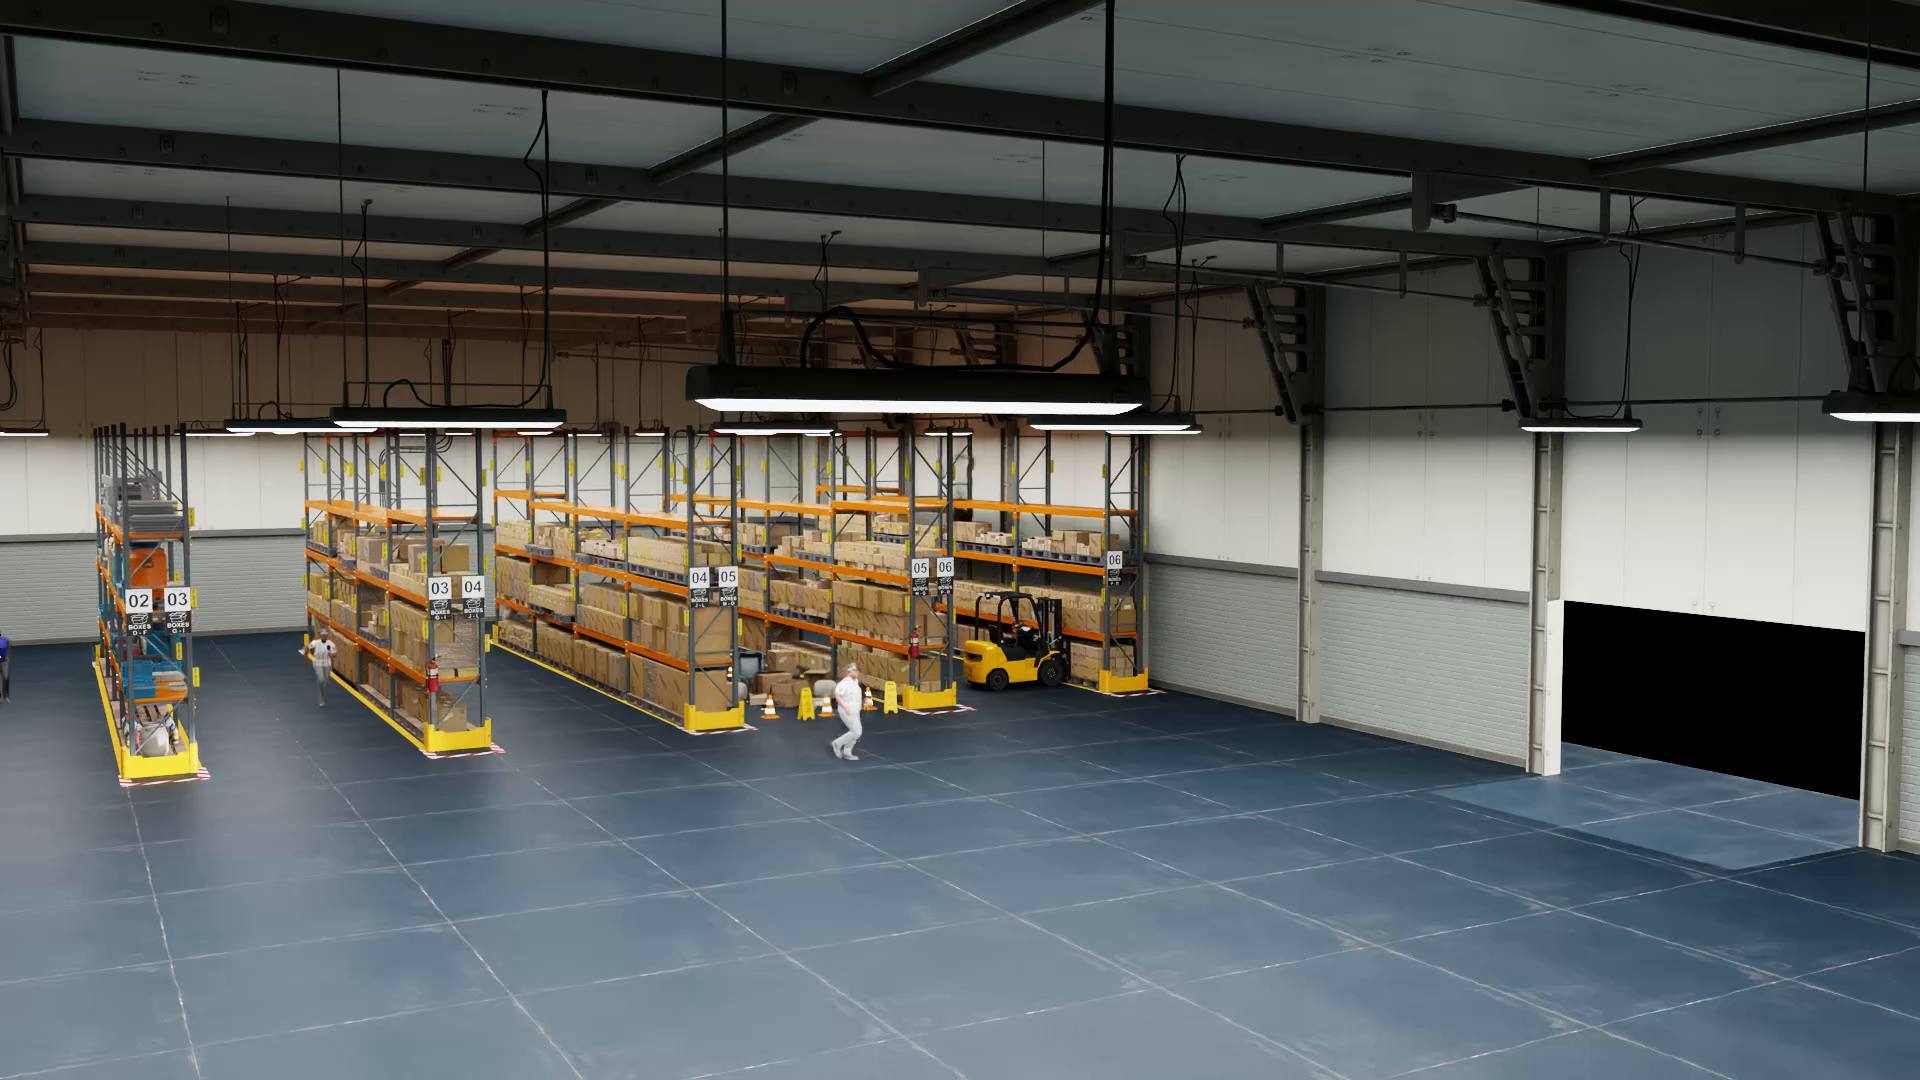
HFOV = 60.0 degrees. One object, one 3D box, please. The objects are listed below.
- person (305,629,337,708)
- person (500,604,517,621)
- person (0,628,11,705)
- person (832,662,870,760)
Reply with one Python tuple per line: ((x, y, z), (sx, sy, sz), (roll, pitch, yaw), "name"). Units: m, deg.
((-13.653, 2.729, 35.597), (0.602, 1.695, 0.761), (-2, 4, -30), "person")
((-12.999, 1.989, 47.942), (0.586, 1.668, 0.691), (-2, 4, -28), "person")
((-20.835, 2.725, 36.019), (0.518, 1.705, 0.811), (-3, 5, -41), "person")
((-1.934, 3.057, 29.717), (0.629, 1.748, 0.649), (1, 4, 16), "person")
